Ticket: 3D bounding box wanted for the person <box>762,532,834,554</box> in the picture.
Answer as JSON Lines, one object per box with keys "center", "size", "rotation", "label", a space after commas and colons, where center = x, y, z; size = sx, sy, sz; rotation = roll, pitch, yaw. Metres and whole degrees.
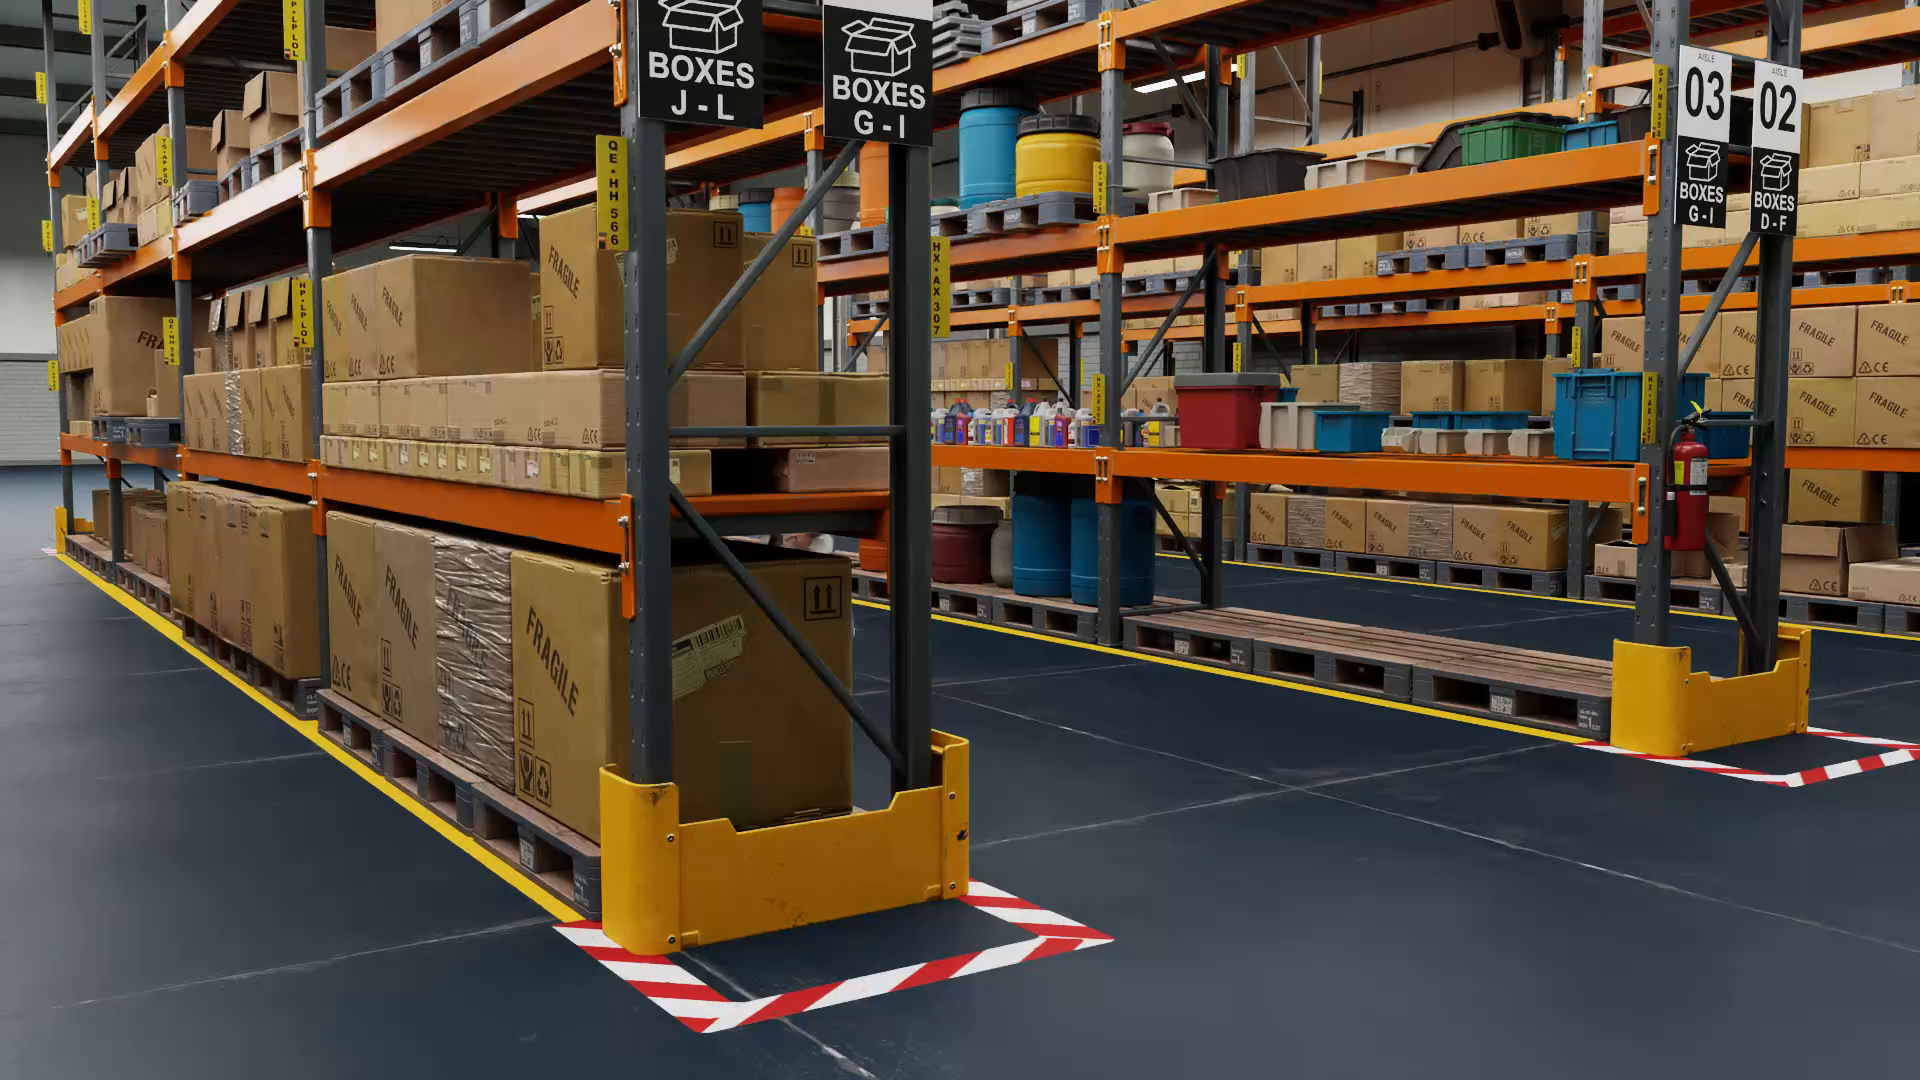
{"center": [-0.896, -0.018, 9.185], "size": [0.389, 1.758, 0.575], "rotation": [-3, 5, -32], "label": "person"}
